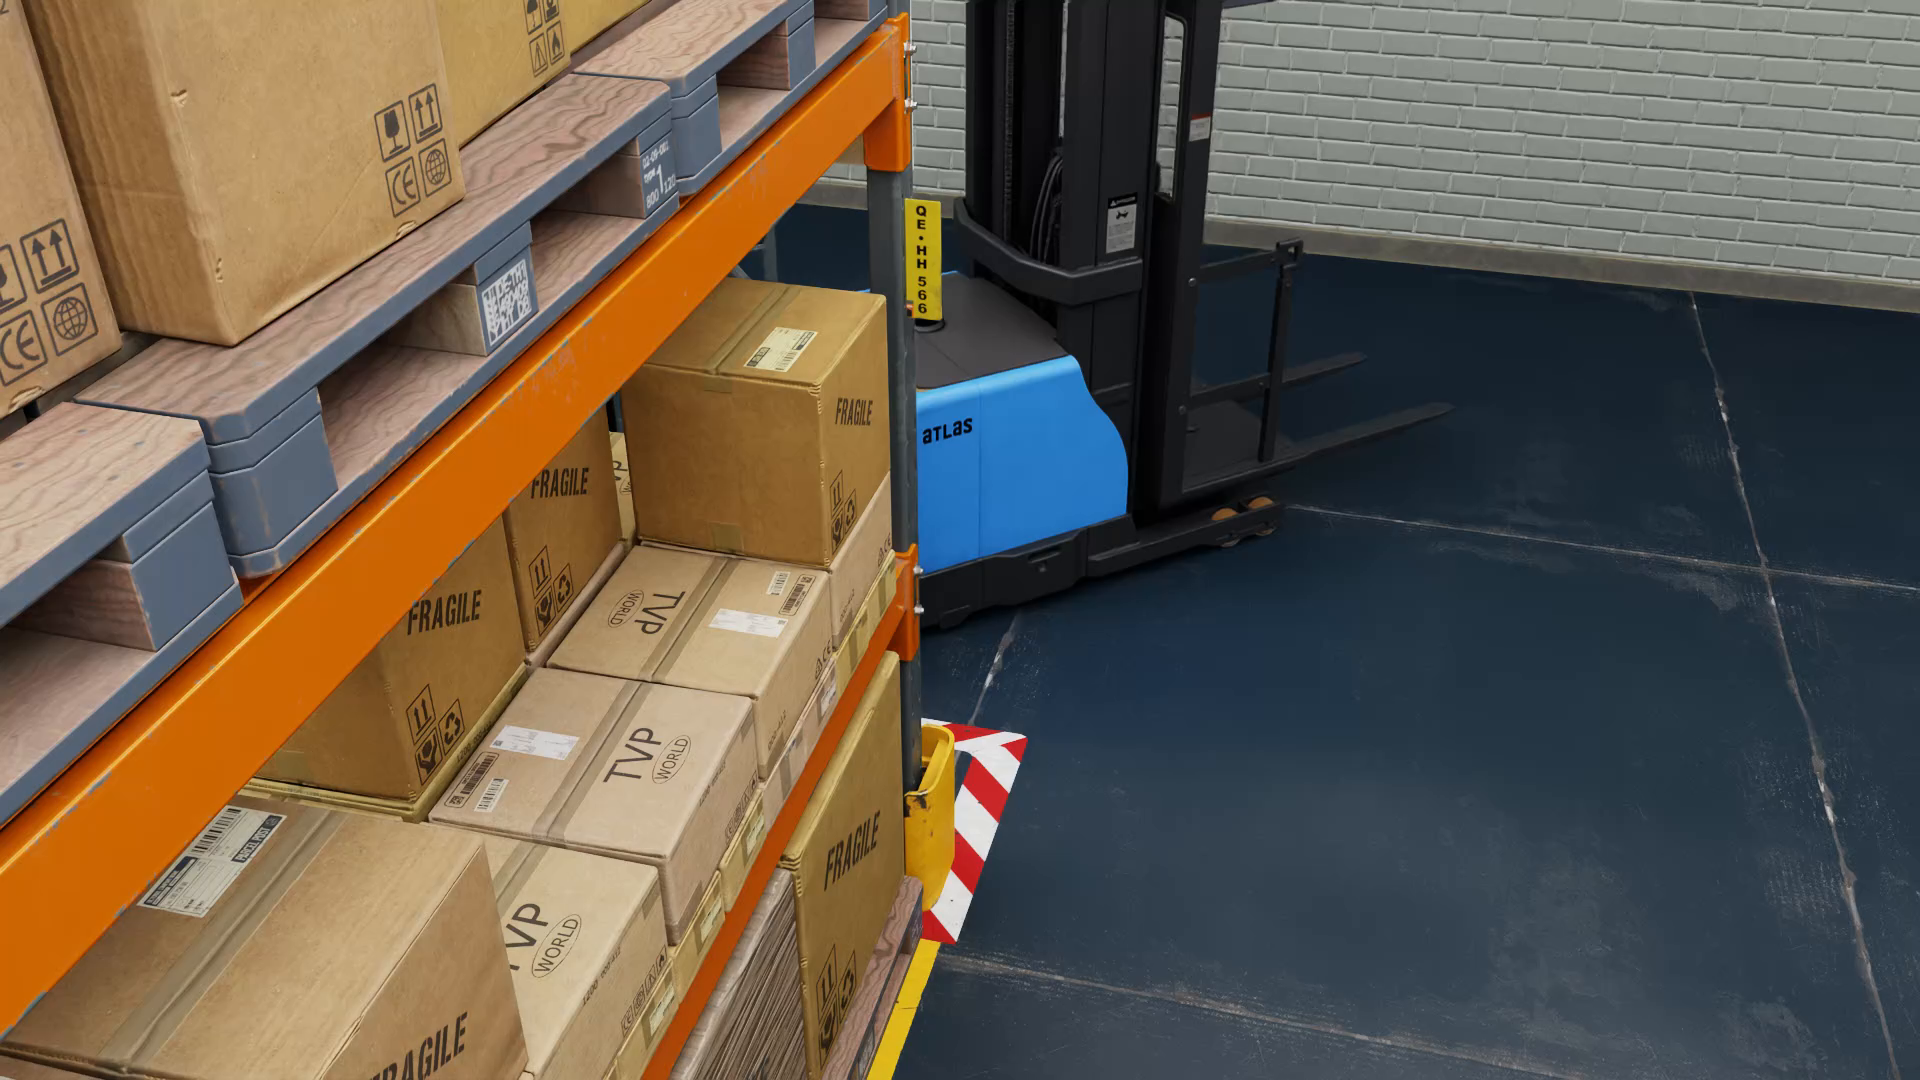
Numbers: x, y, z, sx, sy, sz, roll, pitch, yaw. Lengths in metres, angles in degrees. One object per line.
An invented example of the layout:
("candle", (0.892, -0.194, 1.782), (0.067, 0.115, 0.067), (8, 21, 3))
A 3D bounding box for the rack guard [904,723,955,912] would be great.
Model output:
("rack guard", (-0.613, 0.830, 5.479), (1.175, 0.500, 0.348), (8, 33, 12))

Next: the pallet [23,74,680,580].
("pallet", (-1.104, -0.420, 2.401), (1.003, 0.211, 1.213), (8, 33, 12))

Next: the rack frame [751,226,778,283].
("rack frame", (-0.947, -0.546, 6.711), (0.500, 1.500, 0.032), (-14, 35, -21))

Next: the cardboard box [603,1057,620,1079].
("cardboard box", (-0.843, 1.052, 3.034), (0.380, 0.149, 0.250), (7, 33, 11))

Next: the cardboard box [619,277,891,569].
("cardboard box", (-0.488, -0.303, 4.094), (0.500, 0.500, 0.500), (8, 33, 13))

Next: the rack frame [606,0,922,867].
("rack frame", (-0.619, -0.213, 4.789), (1.000, 3.000, 0.127), (8, 33, 12))

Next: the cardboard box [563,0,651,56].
("cardboard box", (-0.958, -1.188, 2.948), (0.700, 0.500, 0.500), (7, 33, 11))

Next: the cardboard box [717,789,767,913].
("cardboard box", (-0.648, 0.653, 3.661), (0.380, 0.149, 0.250), (7, 33, 11))

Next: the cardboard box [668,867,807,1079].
("cardboard box", (-0.935, 1.322, 3.964), (0.875, 0.875, 0.875), (8, 33, 12))

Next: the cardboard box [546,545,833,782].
("cardboard box", (-0.614, 0.276, 3.883), (0.500, 0.250, 0.500), (7, 33, 12))

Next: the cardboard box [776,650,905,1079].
("cardboard box", (-0.704, 0.850, 4.707), (0.875, 0.875, 0.875), (8, 33, 12))

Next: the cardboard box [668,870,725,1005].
("cardboard box", (-0.714, 0.788, 3.449), (0.380, 0.149, 0.250), (8, 33, 13))

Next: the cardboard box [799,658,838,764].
("cardboard box", (-0.520, 0.389, 4.077), (0.380, 0.149, 0.250), (8, 33, 12))

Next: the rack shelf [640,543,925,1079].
("rack shelf", (-1.126, 1.129, 3.349), (1.077, 0.370, 4.000), (8, 33, 12))

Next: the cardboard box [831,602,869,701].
("cardboard box", (-0.455, 0.258, 4.282), (0.380, 0.149, 0.250), (8, 33, 13))

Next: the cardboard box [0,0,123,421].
("cardboard box", (-1.352, -0.357, 1.642), (0.700, 0.500, 0.500), (10, 34, 15))

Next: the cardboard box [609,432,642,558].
("cardboard box", (-1.002, -0.063, 4.415), (0.500, 0.250, 0.500), (7, 33, 11))

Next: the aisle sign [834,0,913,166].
("aisle sign", (-0.310, -1.306, 4.086), (0.394, 0.787, 0.004), (8, 33, 12))

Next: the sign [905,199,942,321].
("sign", (-0.097, -0.720, 4.287), (0.100, 0.325, 0.005), (8, 33, 12))

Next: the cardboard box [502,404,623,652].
("cardboard box", (-1.128, -0.120, 3.806), (0.500, 0.500, 0.500), (7, 33, 11))

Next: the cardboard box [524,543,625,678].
("cardboard box", (-1.127, 0.208, 3.989), (0.500, 0.250, 0.500), (8, 33, 12))

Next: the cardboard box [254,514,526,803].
("cardboard box", (-1.254, 0.150, 3.382), (0.500, 0.500, 0.500), (7, 33, 11))

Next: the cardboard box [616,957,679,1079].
("cardboard box", (-0.779, 0.916, 3.247), (0.380, 0.149, 0.250), (9, 33, 13))

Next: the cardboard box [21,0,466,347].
("cardboard box", (-1.082, -0.609, 2.039), (0.700, 0.500, 0.500), (9, 34, 14))

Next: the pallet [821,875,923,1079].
("pallet", (-0.746, 1.390, 4.867), (1.003, 0.211, 1.213), (8, 33, 12))

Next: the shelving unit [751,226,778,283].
("shelving unit", (-0.736, -0.303, 6.329), (0.587, 1.500, 1.083), (-14, 35, -21))

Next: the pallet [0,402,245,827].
("pallet", (-1.416, 0.211, 1.408), (1.003, 0.211, 1.213), (8, 33, 12))

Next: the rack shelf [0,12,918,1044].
("rack shelf", (-1.126, -0.137, 2.544), (1.077, 0.370, 4.000), (8, 33, 12))

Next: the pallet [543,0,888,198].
("pallet", (-0.797, -1.055, 3.400), (1.003, 0.211, 1.213), (8, 33, 12))

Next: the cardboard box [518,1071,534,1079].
("cardboard box", (-1.004, 1.066, 2.640), (0.500, 0.250, 0.500), (9, 33, 14))

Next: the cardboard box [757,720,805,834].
("cardboard box", (-0.584, 0.518, 3.873), (0.380, 0.149, 0.250), (9, 33, 13))

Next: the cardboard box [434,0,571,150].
("cardboard box", (-1.042, -0.913, 2.516), (0.700, 0.500, 0.500), (6, 33, 9))

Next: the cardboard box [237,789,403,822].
("cardboard box", (-1.385, 0.740, 3.153), (0.500, 0.250, 0.500), (7, 33, 11))

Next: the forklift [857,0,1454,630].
("forklift", (0.836, -1.438, 6.780), (3.031, 2.935, 1.130), (-16, 36, -24))

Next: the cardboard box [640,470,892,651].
("cardboard box", (-0.485, 0.013, 4.297), (0.500, 0.250, 0.500), (7, 33, 12))

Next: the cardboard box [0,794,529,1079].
("cardboard box", (-1.005, 0.745, 2.445), (0.500, 0.500, 0.500), (7, 33, 11))

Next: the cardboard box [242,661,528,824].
("cardboard box", (-1.258, 0.468, 3.580), (0.500, 0.250, 0.500), (7, 33, 11))

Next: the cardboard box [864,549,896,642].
("cardboard box", (-0.390, 0.123, 4.495), (0.380, 0.149, 0.250), (9, 33, 13))

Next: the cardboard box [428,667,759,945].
("cardboard box", (-0.743, 0.540, 3.467), (0.500, 0.250, 0.500), (7, 33, 11))

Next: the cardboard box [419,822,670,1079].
("cardboard box", (-0.871, 0.811, 3.041), (0.500, 0.250, 0.500), (8, 33, 12))
